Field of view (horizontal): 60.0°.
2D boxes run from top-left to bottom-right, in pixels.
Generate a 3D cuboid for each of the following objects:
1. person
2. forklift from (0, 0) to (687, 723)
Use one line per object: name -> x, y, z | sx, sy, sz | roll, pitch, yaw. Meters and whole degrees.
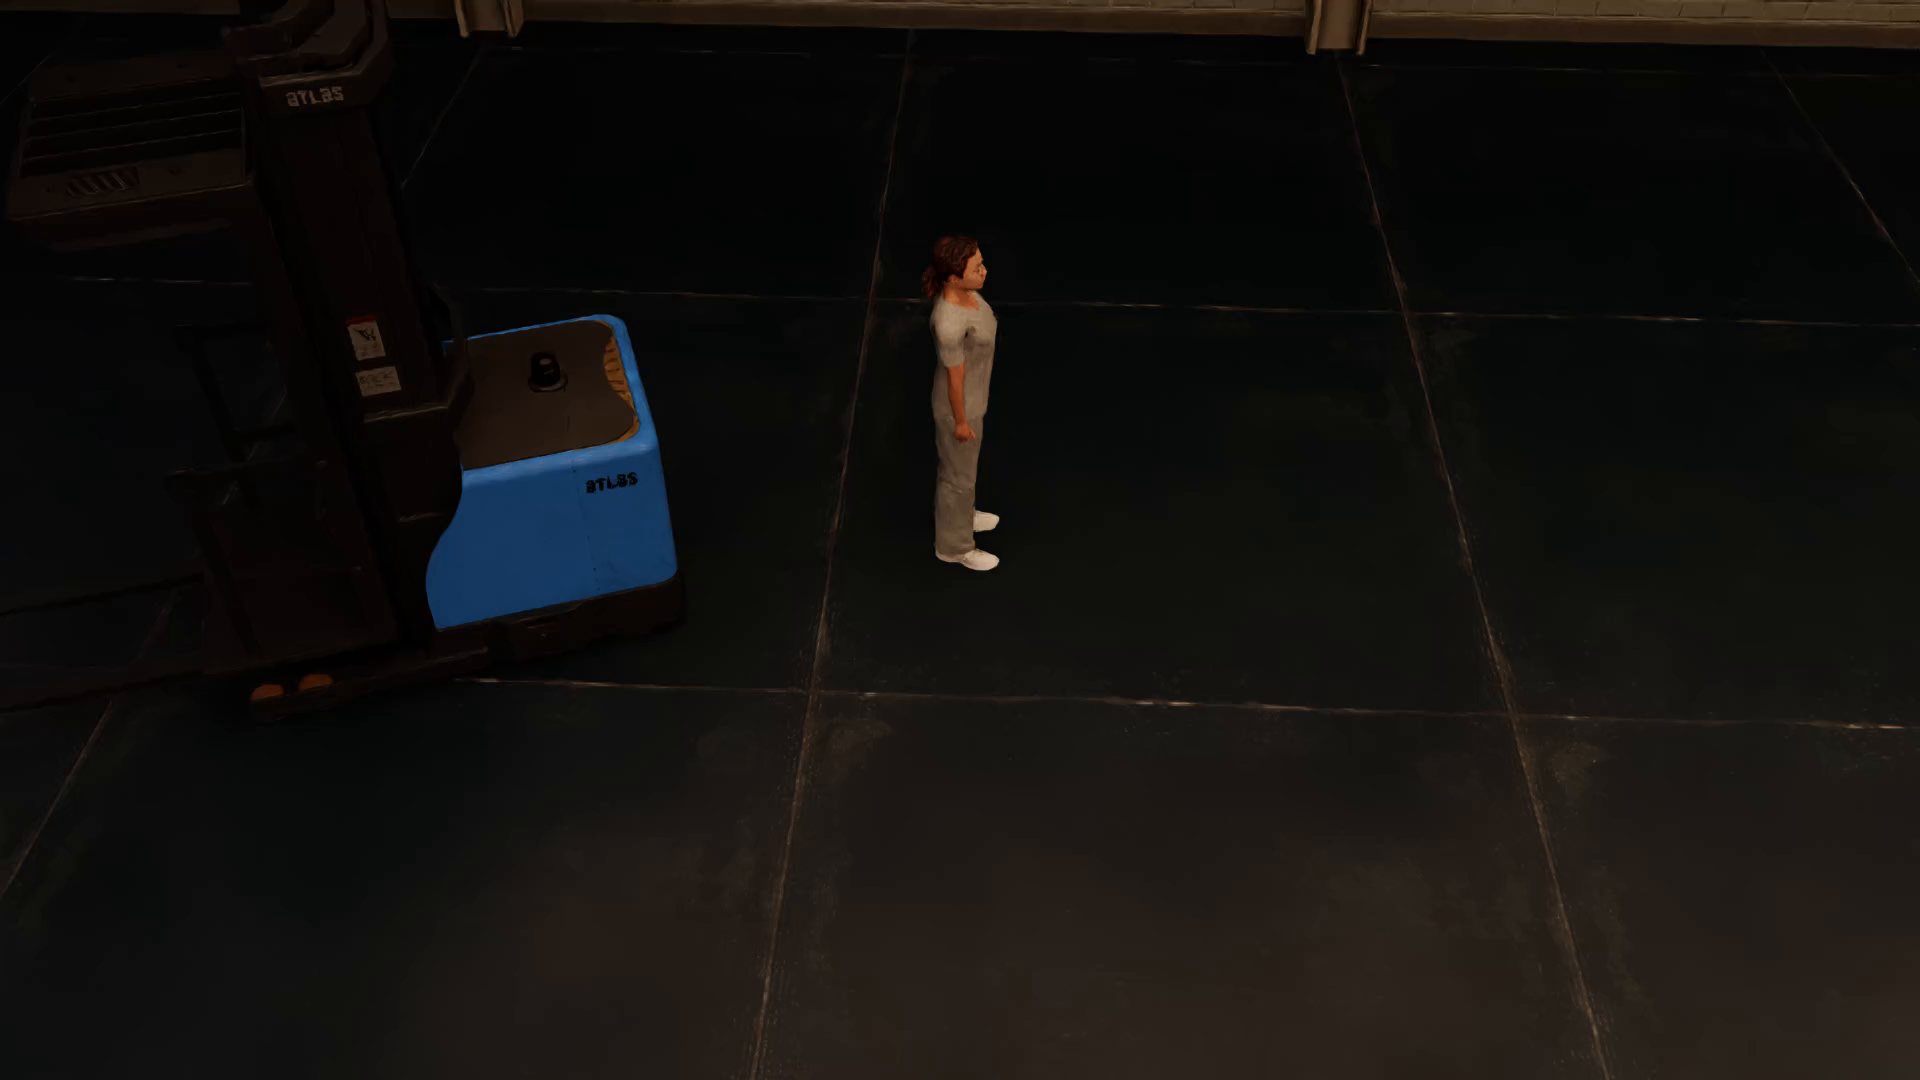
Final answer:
person -> 0.009, -0.618, 7.353 | 0.365, 1.673, 0.432 | 2, 42, 2
forklift -> -2.804, -0.712, 6.522 | 3.031, 2.935, 1.130 | -12, 44, -13
